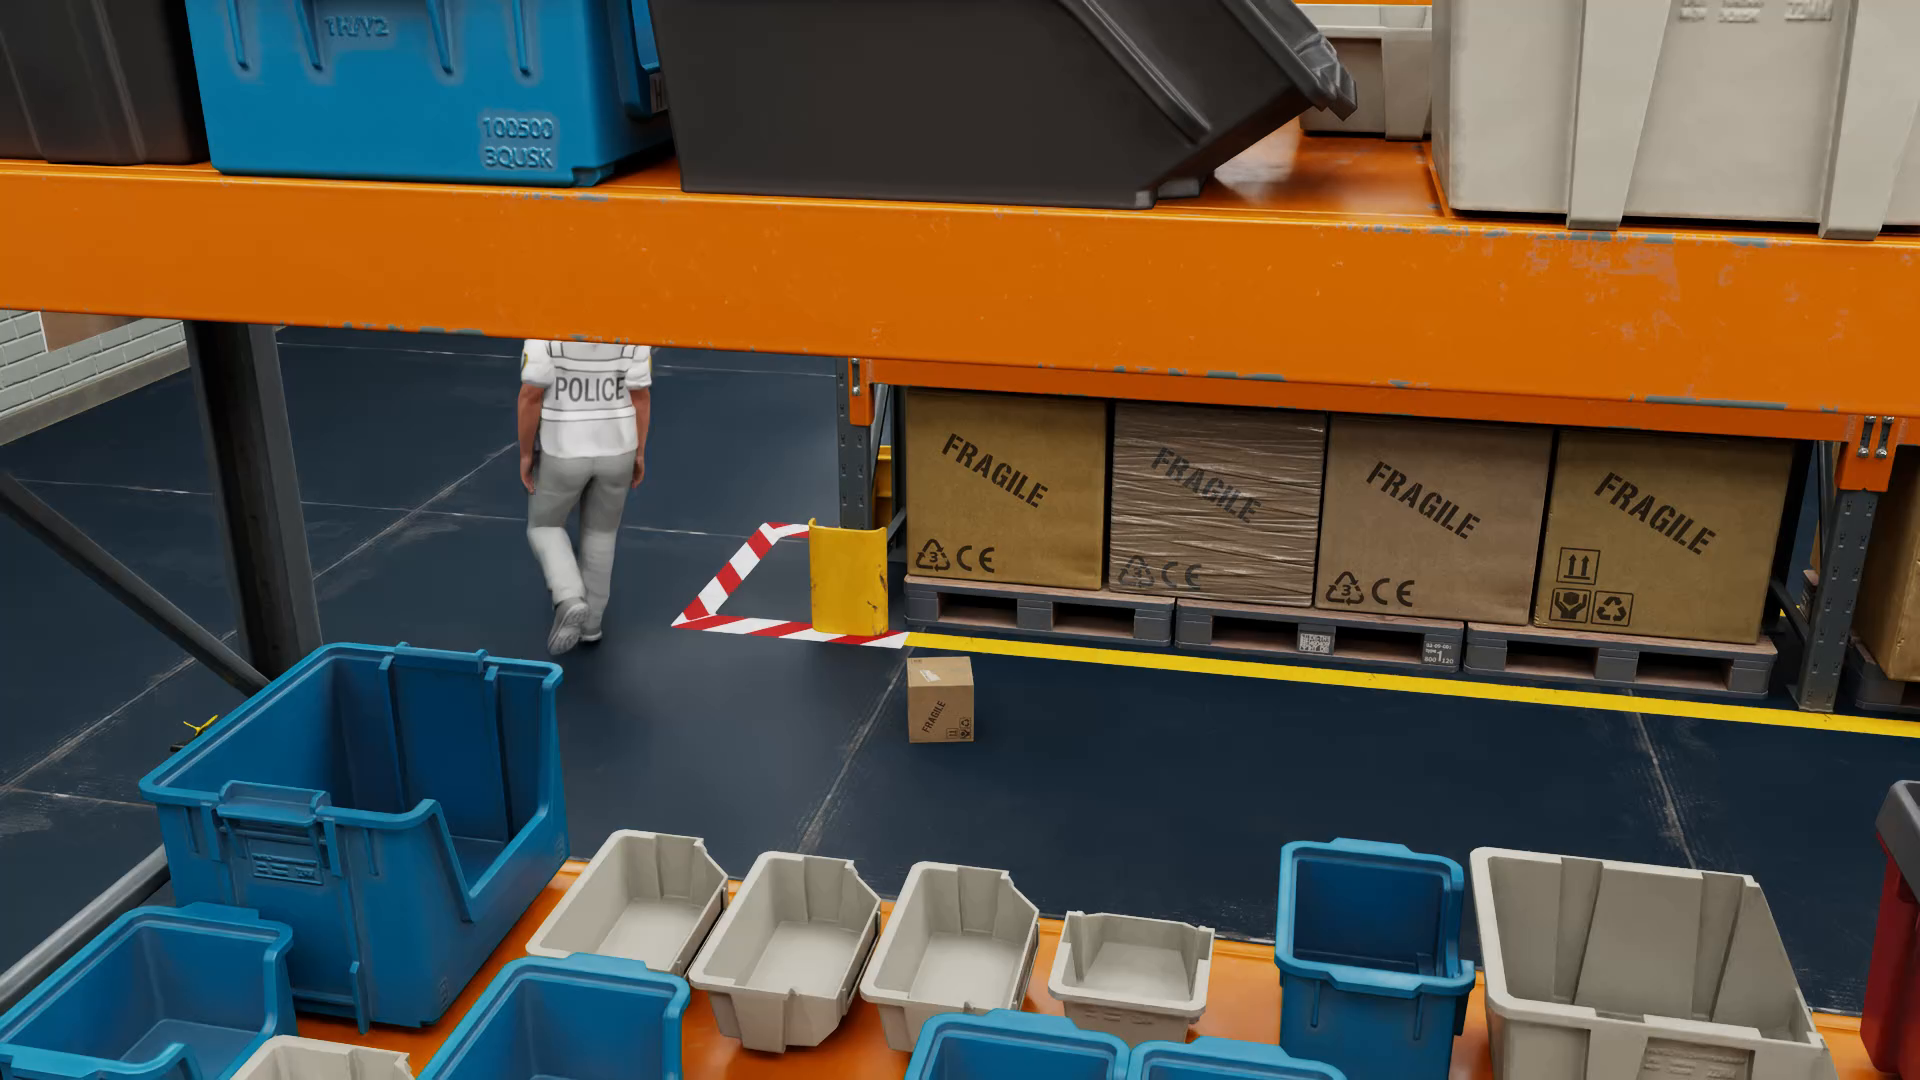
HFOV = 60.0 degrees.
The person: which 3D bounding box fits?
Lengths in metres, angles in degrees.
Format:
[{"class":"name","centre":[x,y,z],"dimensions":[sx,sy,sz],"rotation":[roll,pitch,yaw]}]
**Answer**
[{"class":"person","centre":[-1.558,-0.368,6.973],"dimensions":[0.568,1.723,0.625],"rotation":[-9,23,-22]}]
